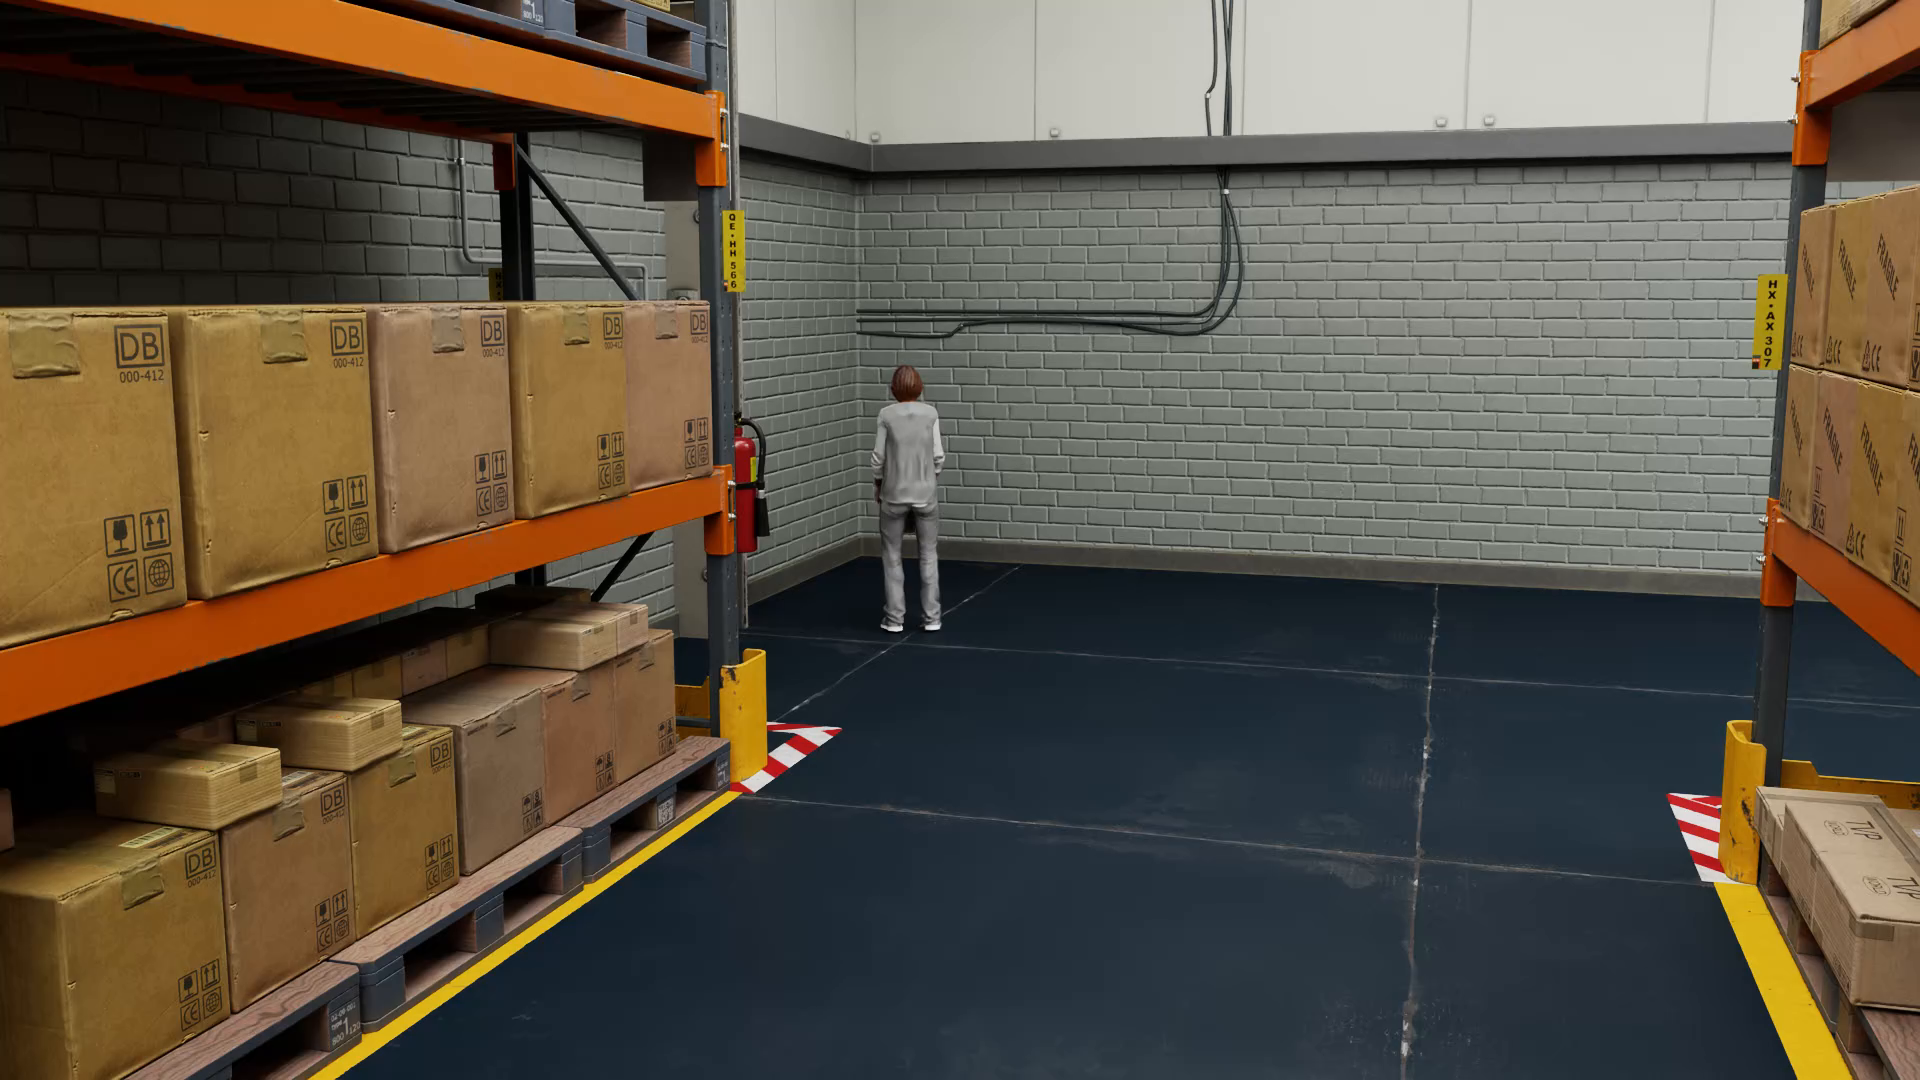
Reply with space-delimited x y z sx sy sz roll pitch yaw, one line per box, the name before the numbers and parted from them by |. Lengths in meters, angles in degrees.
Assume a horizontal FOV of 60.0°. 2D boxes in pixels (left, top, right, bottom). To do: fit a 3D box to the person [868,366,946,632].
person | -0.310 -0.240 9.969 0.486 1.594 0.340 -2 9 -12
